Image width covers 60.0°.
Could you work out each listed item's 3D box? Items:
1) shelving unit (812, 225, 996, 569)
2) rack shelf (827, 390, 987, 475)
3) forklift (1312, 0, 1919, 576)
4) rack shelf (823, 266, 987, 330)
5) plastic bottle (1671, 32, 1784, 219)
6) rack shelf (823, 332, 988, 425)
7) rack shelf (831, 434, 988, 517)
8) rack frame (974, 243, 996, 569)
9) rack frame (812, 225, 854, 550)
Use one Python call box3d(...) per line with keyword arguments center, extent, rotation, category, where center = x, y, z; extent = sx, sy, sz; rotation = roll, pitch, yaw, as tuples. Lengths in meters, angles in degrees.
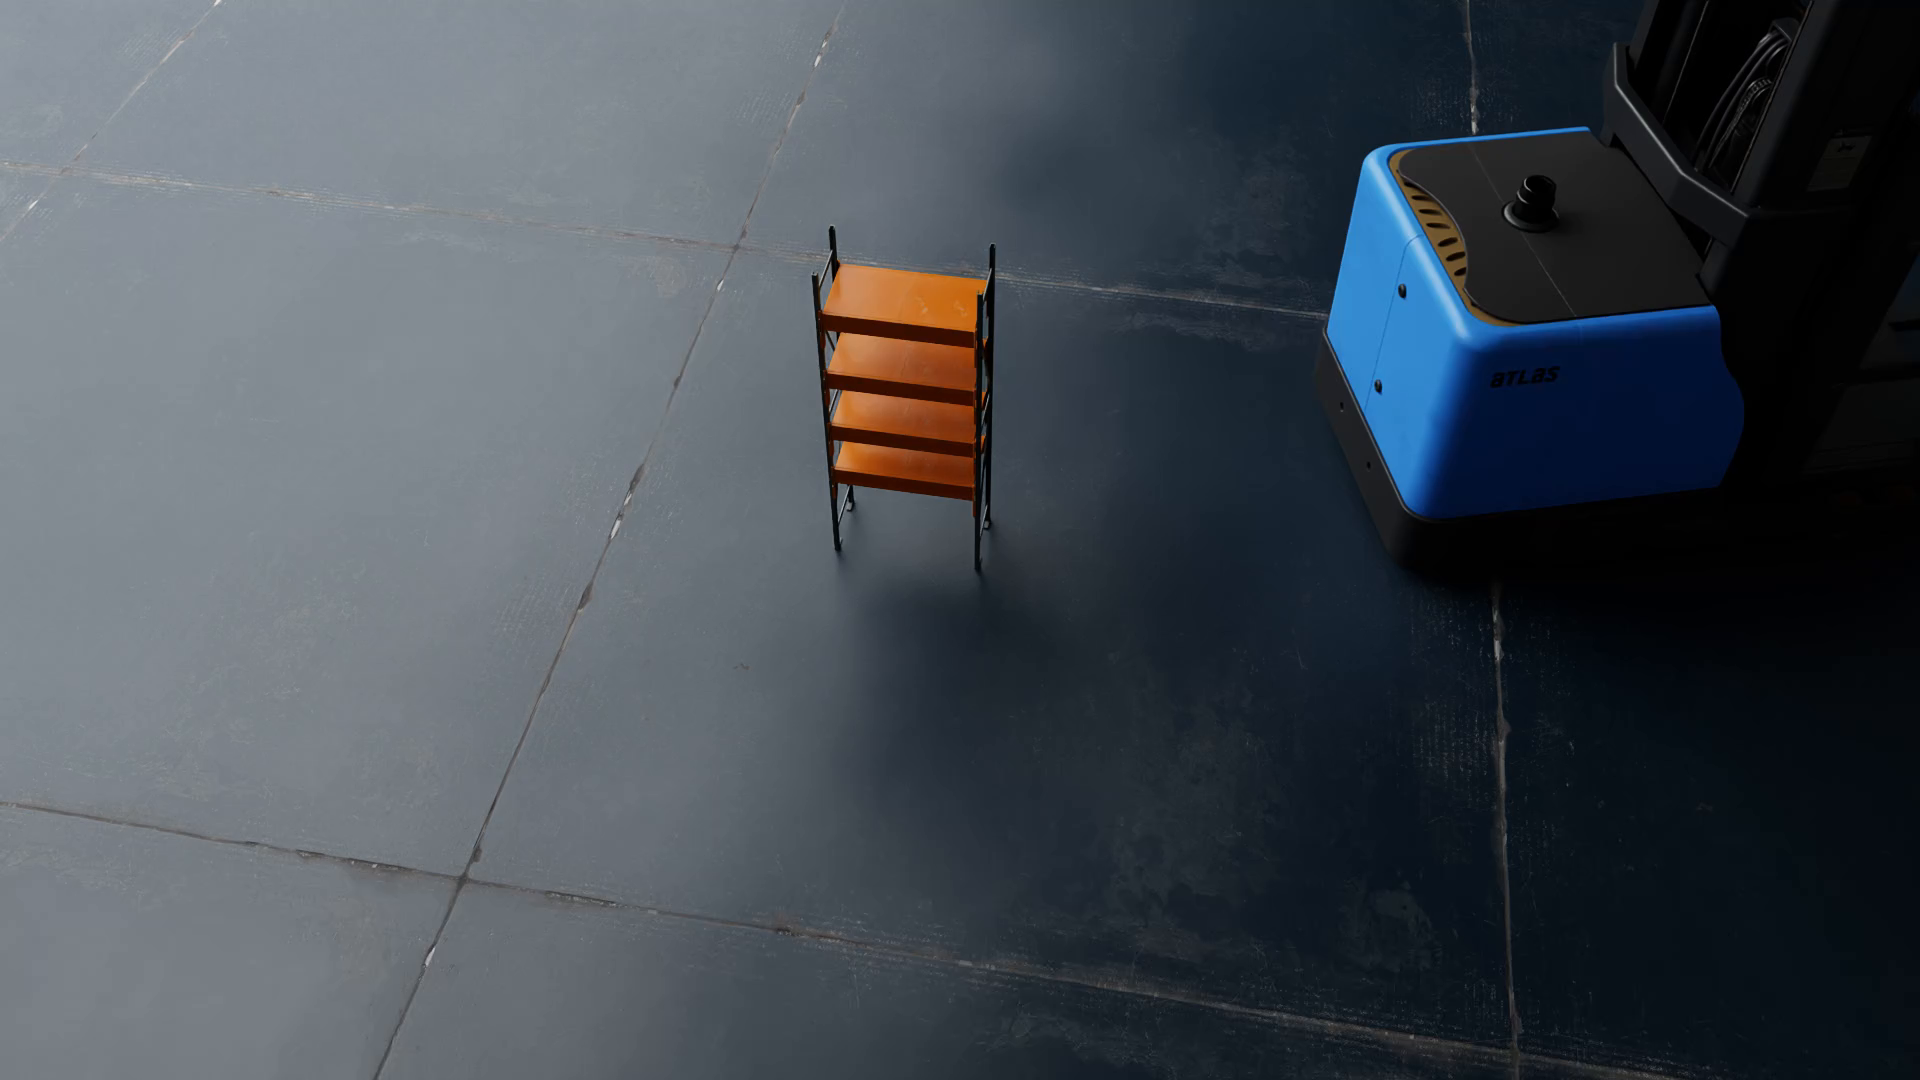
box3d(center=(-13.711, -2.623, 6.797), extent=(28.100, 1.949, 0.597), rotation=(8, 49, 7), category="shelving unit")
box3d(center=(-13.717, -2.777, 6.627), extent=(28.088, 1.490, 0.597), rotation=(8, 49, 7), category="rack shelf")
box3d(center=(2.334, -1.290, 4.982), extent=(1.939, 2.867, 1.129), rotation=(-7, 48, -6), category="forklift")
box3d(center=(-0.163, -0.712, 5.002), extent=(0.457, 0.050, 0.221), rotation=(8, 49, 7), category="rack shelf")
box3d(center=(-17.303, -5.125, 8.899), extent=(41.032, 1.202, 3.820), rotation=(8, 49, 7), category="plastic bottle")
box3d(center=(-0.163, -0.527, 5.207), extent=(0.480, 0.148, 0.258), rotation=(8, 49, 7), category="rack shelf")
box3d(center=(-0.163, -0.245, 5.521), extent=(0.480, 0.148, 0.258), rotation=(8, 49, 7), category="rack shelf")
box3d(center=(0.077, -0.391, 5.294), extent=(0.015, 1.200, 0.240), rotation=(8, 49, 7), category="rack frame")
box3d(center=(-0.403, -0.455, 5.352), extent=(0.015, 1.200, 0.240), rotation=(8, 49, 7), category="rack frame")
